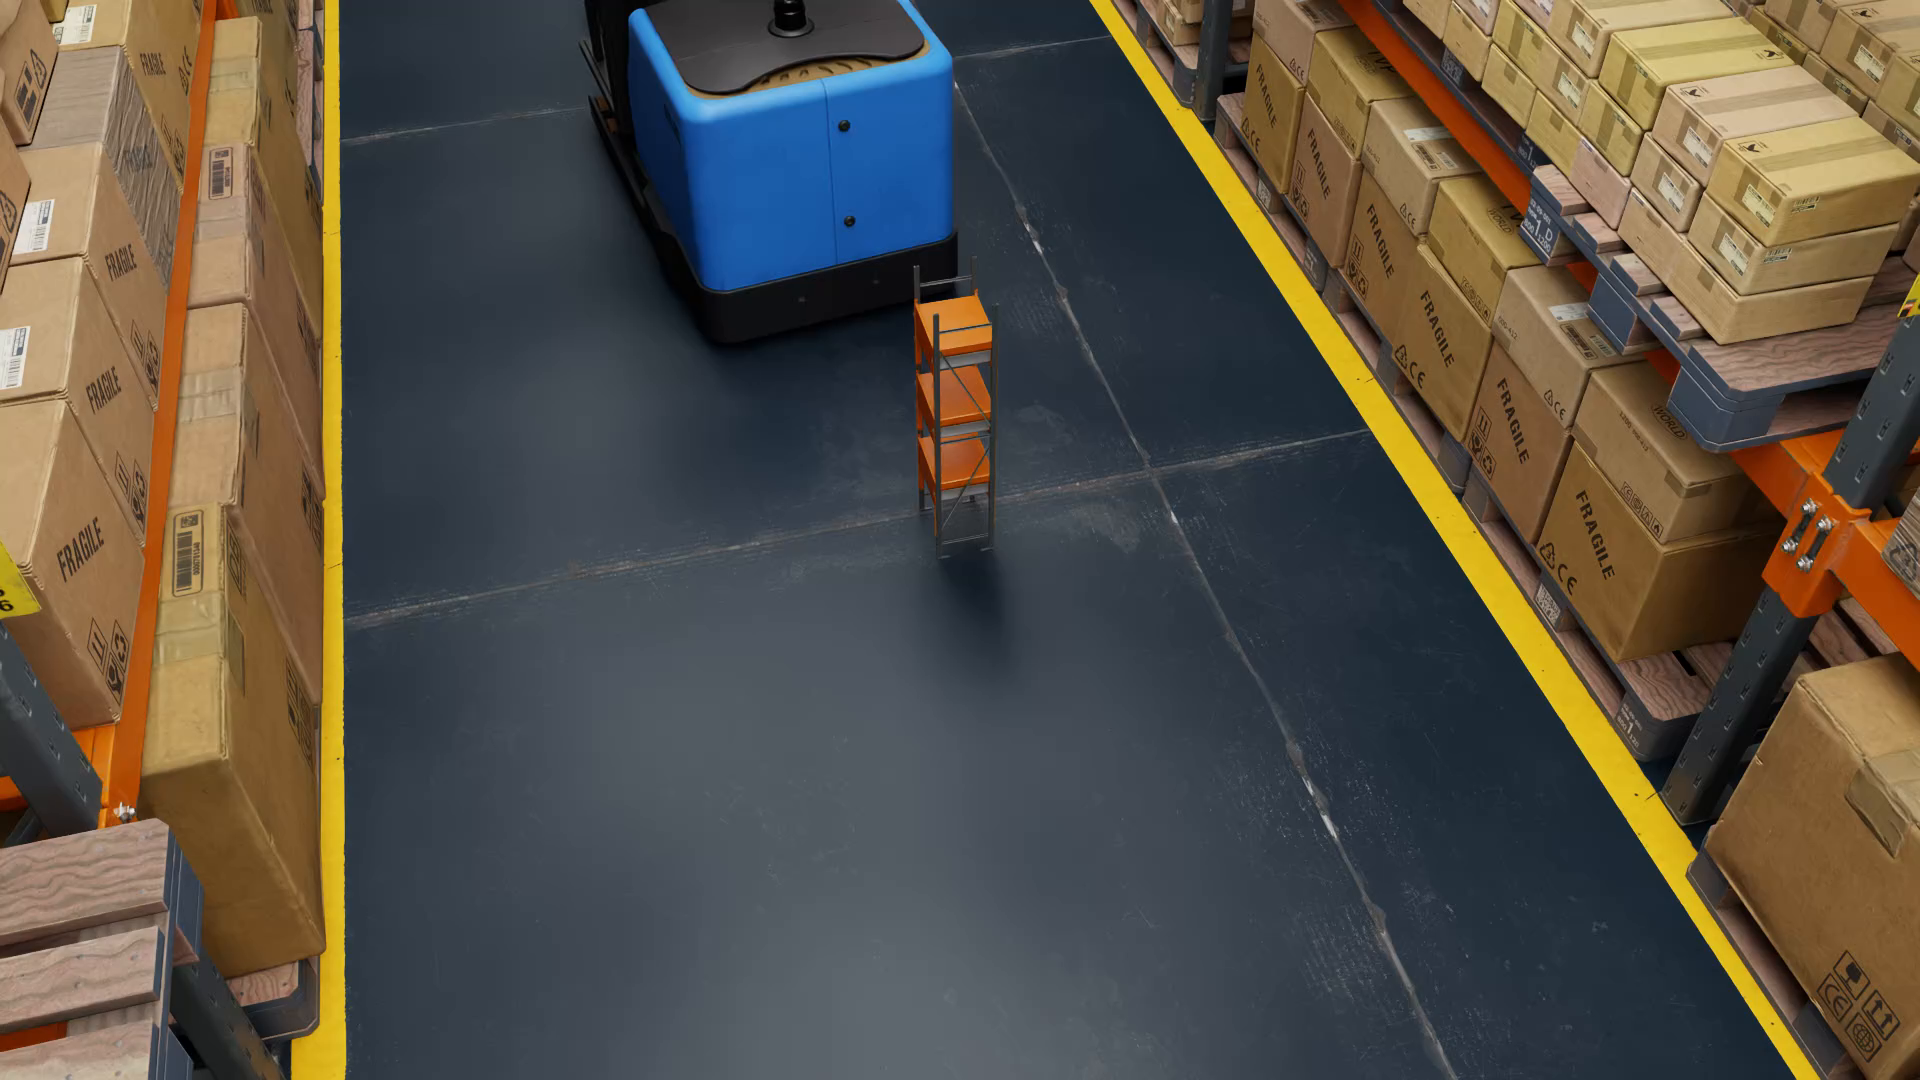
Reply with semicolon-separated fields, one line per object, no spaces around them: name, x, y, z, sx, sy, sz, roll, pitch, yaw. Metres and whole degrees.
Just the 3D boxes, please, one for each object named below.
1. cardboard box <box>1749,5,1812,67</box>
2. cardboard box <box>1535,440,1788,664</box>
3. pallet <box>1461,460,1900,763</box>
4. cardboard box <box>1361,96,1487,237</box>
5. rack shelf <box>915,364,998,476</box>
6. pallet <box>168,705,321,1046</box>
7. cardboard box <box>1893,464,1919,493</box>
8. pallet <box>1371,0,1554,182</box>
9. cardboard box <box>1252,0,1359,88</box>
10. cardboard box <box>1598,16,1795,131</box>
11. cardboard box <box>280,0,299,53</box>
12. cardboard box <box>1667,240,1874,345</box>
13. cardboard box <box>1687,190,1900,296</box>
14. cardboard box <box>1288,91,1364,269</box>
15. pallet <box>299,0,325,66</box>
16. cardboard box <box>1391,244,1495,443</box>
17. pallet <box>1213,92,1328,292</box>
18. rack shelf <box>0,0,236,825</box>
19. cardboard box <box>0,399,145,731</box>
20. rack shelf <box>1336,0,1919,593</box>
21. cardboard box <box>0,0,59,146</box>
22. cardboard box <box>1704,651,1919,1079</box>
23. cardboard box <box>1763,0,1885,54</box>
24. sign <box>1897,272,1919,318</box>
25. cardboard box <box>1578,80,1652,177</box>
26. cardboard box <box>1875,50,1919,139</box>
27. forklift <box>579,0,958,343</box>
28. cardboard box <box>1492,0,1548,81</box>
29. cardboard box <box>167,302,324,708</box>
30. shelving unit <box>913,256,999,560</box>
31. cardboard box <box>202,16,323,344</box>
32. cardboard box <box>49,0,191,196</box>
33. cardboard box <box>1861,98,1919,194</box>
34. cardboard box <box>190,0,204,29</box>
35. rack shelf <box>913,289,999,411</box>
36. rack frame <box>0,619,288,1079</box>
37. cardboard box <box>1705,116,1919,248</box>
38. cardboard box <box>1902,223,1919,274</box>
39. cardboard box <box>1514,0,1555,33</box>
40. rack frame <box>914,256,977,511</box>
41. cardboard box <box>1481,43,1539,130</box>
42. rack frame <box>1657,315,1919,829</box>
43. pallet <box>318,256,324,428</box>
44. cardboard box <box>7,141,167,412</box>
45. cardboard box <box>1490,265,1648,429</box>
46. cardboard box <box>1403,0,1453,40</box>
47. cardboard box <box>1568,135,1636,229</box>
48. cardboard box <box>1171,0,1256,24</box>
cardboard box;2.458;-1.409;4.705;0.380;0.149;0.250;-11;47;-10
cardboard box;2.174;-0.010;5.116;0.500;0.500;0.500;-11;47;-11
pallet;2.397;0.105;5.499;1.003;0.211;1.213;-11;47;-10
cardboard box;1.770;-1.349;5.903;0.500;0.250;0.500;-9;46;-9
rack shelf;-0.014;-0.397;5.419;0.215;0.259;0.240;-11;47;-10
pallet;-2.354;0.924;4.697;1.003;0.211;1.213;-11;47;-10
cardboard box;2.653;-0.386;4.959;0.500;0.250;0.500;-13;47;-12
pallet;2.049;-1.623;5.375;1.003;0.211;1.213;-11;47;-10
cardboard box;1.505;-2.069;6.608;0.500;0.250;0.500;-13;47;-12
cardboard box;1.898;-1.208;4.299;0.380;0.149;0.250;-9;46;-9
cardboard box;-3.571;-2.751;7.539;0.875;0.875;0.875;-11;47;-10
cardboard box;2.025;-0.647;4.166;0.380;0.149;0.250;-10;46;-10
cardboard box;2.029;-0.752;4.061;0.380;0.149;0.250;-10;46;-9
cardboard box;1.641;-1.441;6.518;0.500;0.500;0.500;-9;46;-9
pallet;-3.684;-2.663;8.212;1.003;0.211;1.213;-11;47;-10
cardboard box;1.894;-0.731;5.822;0.500;0.500;0.500;-13;47;-12
pallet;1.772;-1.580;7.150;1.003;0.211;1.213;-11;47;-10
rack shelf;-2.737;-0.623;4.764;1.077;0.370;4.000;-11;47;-10
cardboard box;-2.086;0.086;3.496;0.500;0.500;0.500;-9;46;-9
rack shelf;2.084;-1.460;5.585;1.077;0.370;4.000;-11;47;-10
cardboard box;-2.739;-1.300;4.152;0.797;0.503;0.637;-9;46;-9
cardboard box;2.665;0.746;4.200;1.050;0.750;0.750;-11;47;-11
cardboard box;2.467;-1.491;4.576;0.380;0.149;0.250;-13;47;-12
sign;2.073;-0.603;3.486;0.100;0.325;0.005;-11;47;-10
cardboard box;1.889;-1.117;4.418;0.380;0.149;0.250;-10;46;-9
cardboard box;2.593;-1.138;4.230;0.380;0.149;0.250;-12;47;-11
forklift;-1.030;-2.850;6.491;1.130;2.935;3.031;-16;48;-15
cardboard box;1.764;-1.463;4.757;0.380;0.149;0.250;-11;47;-11
cardboard box;-2.602;0.005;4.838;1.225;0.875;0.875;-11;47;-10
shelving unit;-0.014;-0.404;5.411;0.215;1.050;0.252;-11;47;-10
cardboard box;-3.066;-1.221;6.040;1.225;0.875;0.875;-11;47;-10
cardboard box;-2.605;-1.315;4.869;0.500;0.500;0.500;-11;47;-11
cardboard box;2.595;-1.052;4.354;0.380;0.149;0.250;-9;46;-8
cardboard box;-2.865;-2.018;5.557;0.500;0.500;0.500;-11;47;-10
rack shelf;-0.014;-0.596;5.216;0.215;0.259;0.240;-11;47;-10
rack frame;-2.222;0.505;3.155;0.949;2.616;0.053;-11;47;-10
cardboard box;2.027;-0.853;3.951;0.380;0.149;0.250;-12;47;-12
cardboard box;2.676;-0.736;4.253;0.380;0.149;0.250;-11;47;-11
cardboard box;1.770;-1.559;4.643;0.380;0.149;0.250;-11;47;-10
rack frame;-0.045;-0.489;5.494;0.200;1.050;0.008;-11;47;-10
cardboard box;1.766;-1.354;4.859;0.380;0.149;0.250;-13;47;-12
rack frame;2.596;-0.331;3.974;1.000;3.000;0.127;-11;47;-10
pallet;-2.979;-0.761;6.348;1.003;0.211;1.213;-11;47;-10
cardboard box;-2.355;-0.623;4.190;0.500;0.500;0.500;-11;47;-11
cardboard box;2.027;-0.637;5.205;0.500;0.250;0.500;-10;46;-10
cardboard box;1.629;-1.721;5.218;0.380;0.149;0.250;-13;47;-12
cardboard box;1.897;-0.996;4.508;0.380;0.149;0.250;-10;46;-10
cardboard box;1.184;-2.505;7.599;0.380;0.149;0.250;-10;46;-10
